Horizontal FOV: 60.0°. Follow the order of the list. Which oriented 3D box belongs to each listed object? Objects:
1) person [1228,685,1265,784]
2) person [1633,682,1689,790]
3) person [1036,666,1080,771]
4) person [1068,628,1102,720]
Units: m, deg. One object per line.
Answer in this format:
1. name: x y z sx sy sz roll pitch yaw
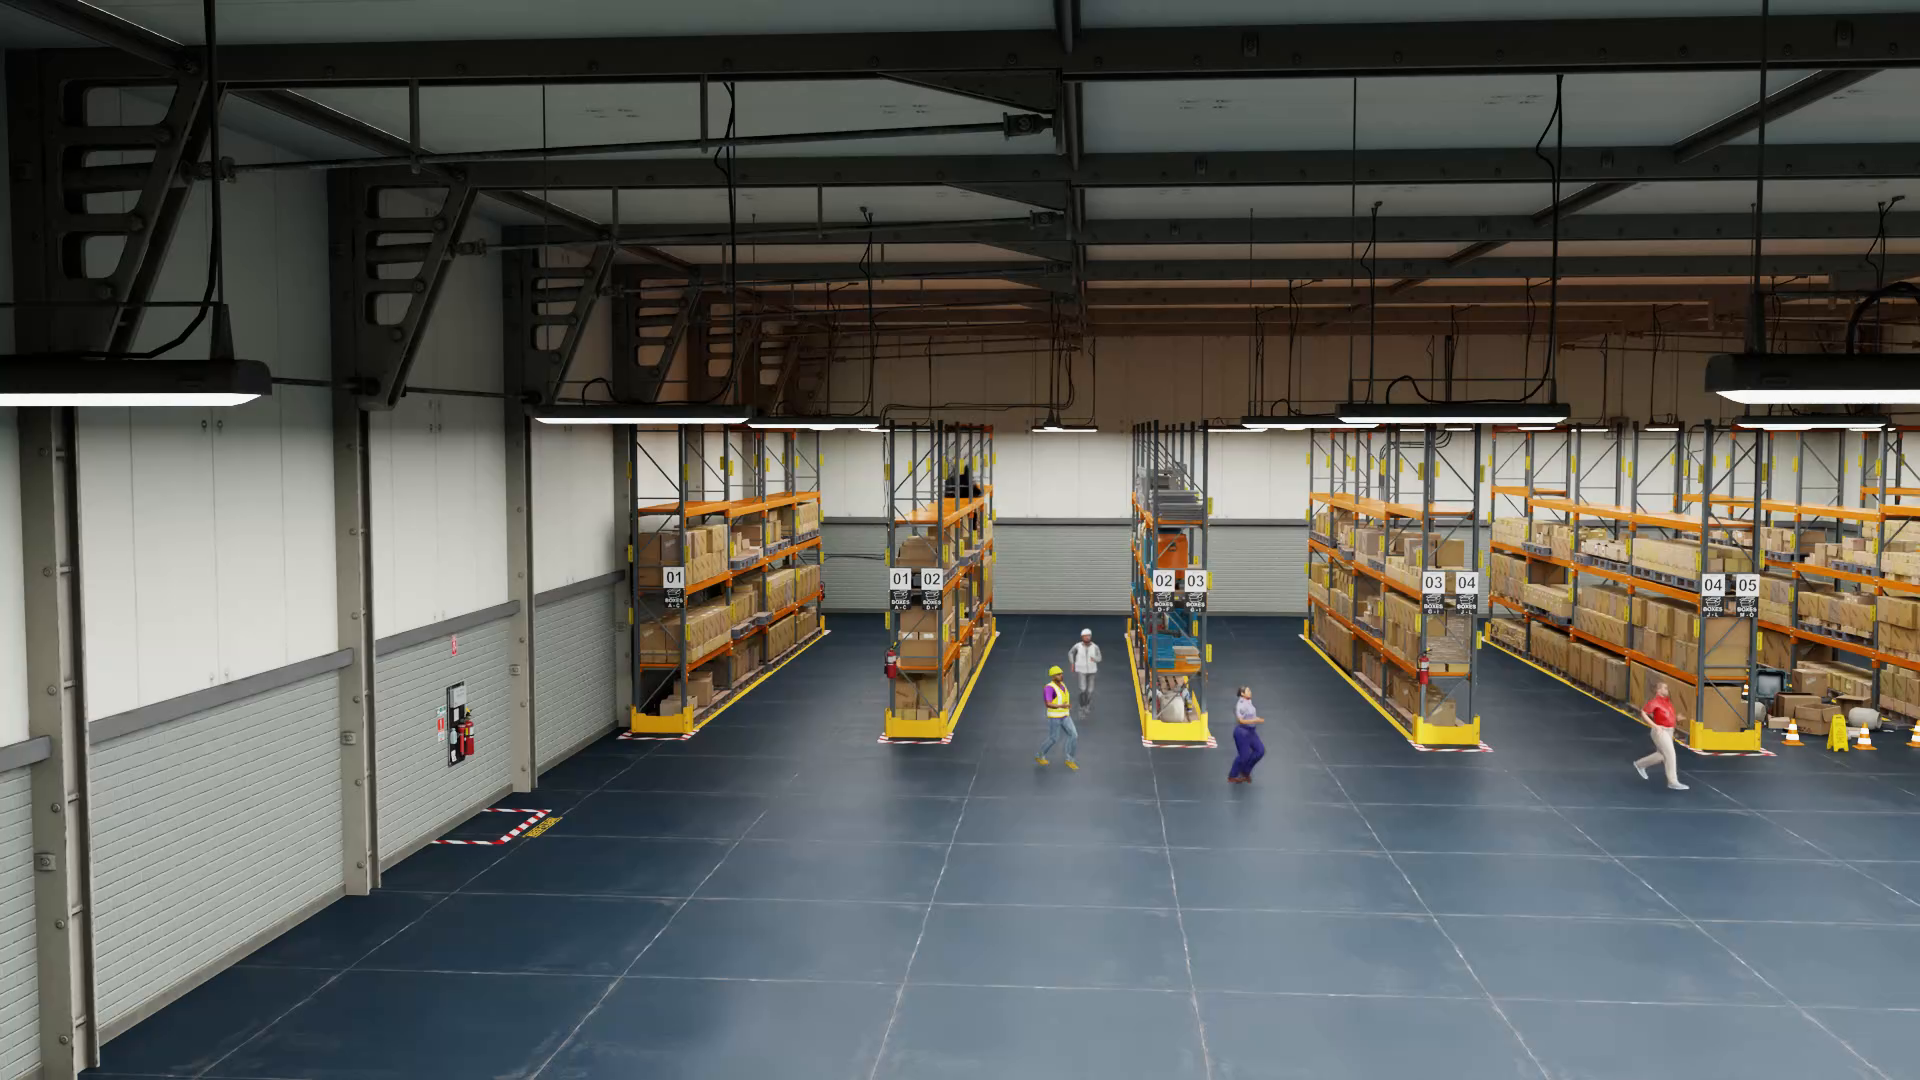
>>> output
1. person: 4.710 3.196 27.217 0.632 1.637 0.589 2 4 27
2. person: 11.390 3.149 26.986 0.923 1.698 0.673 3 5 43
3. person: 1.681 2.972 28.511 0.800 1.637 0.702 3 5 39
4. person: 2.551 2.709 33.699 0.626 1.834 0.758 -1 4 -9
